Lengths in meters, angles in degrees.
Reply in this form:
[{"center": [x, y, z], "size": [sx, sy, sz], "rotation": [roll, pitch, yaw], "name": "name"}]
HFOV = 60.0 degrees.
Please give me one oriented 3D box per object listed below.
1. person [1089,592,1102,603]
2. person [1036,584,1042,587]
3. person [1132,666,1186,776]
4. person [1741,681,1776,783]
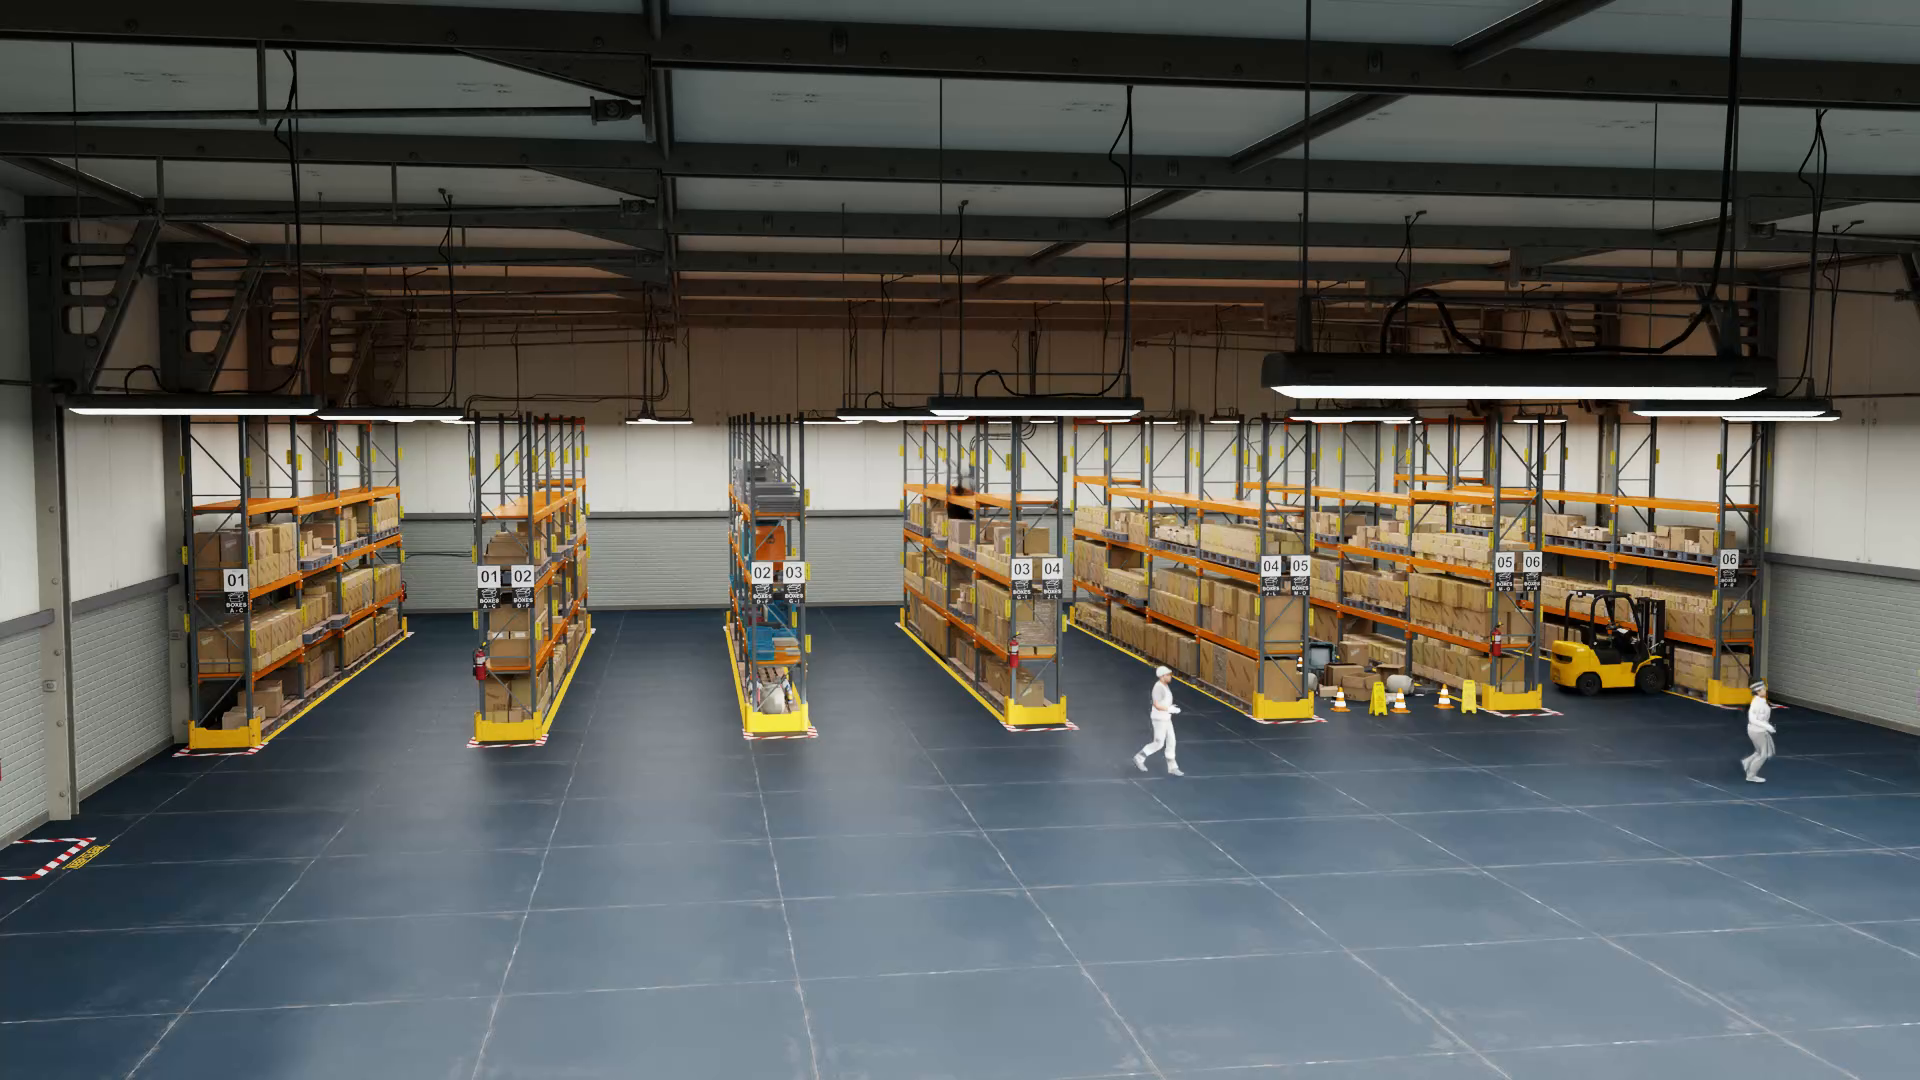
[{"center": [4.121, 1.555, 49.938], "size": [0.782, 1.603, 0.692], "rotation": [1, 4, 19], "name": "person"}, {"center": [2.342, 1.654, 48.871], "size": [0.591, 1.514, 0.595], "rotation": [3, 5, 36], "name": "person"}, {"center": [3.284, 2.967, 27.324], "size": [0.872, 1.801, 0.685], "rotation": [1, 4, 19], "name": "person"}, {"center": [12.856, 3.075, 26.738], "size": [0.539, 1.651, 0.592], "rotation": [3, 5, 35], "name": "person"}]
